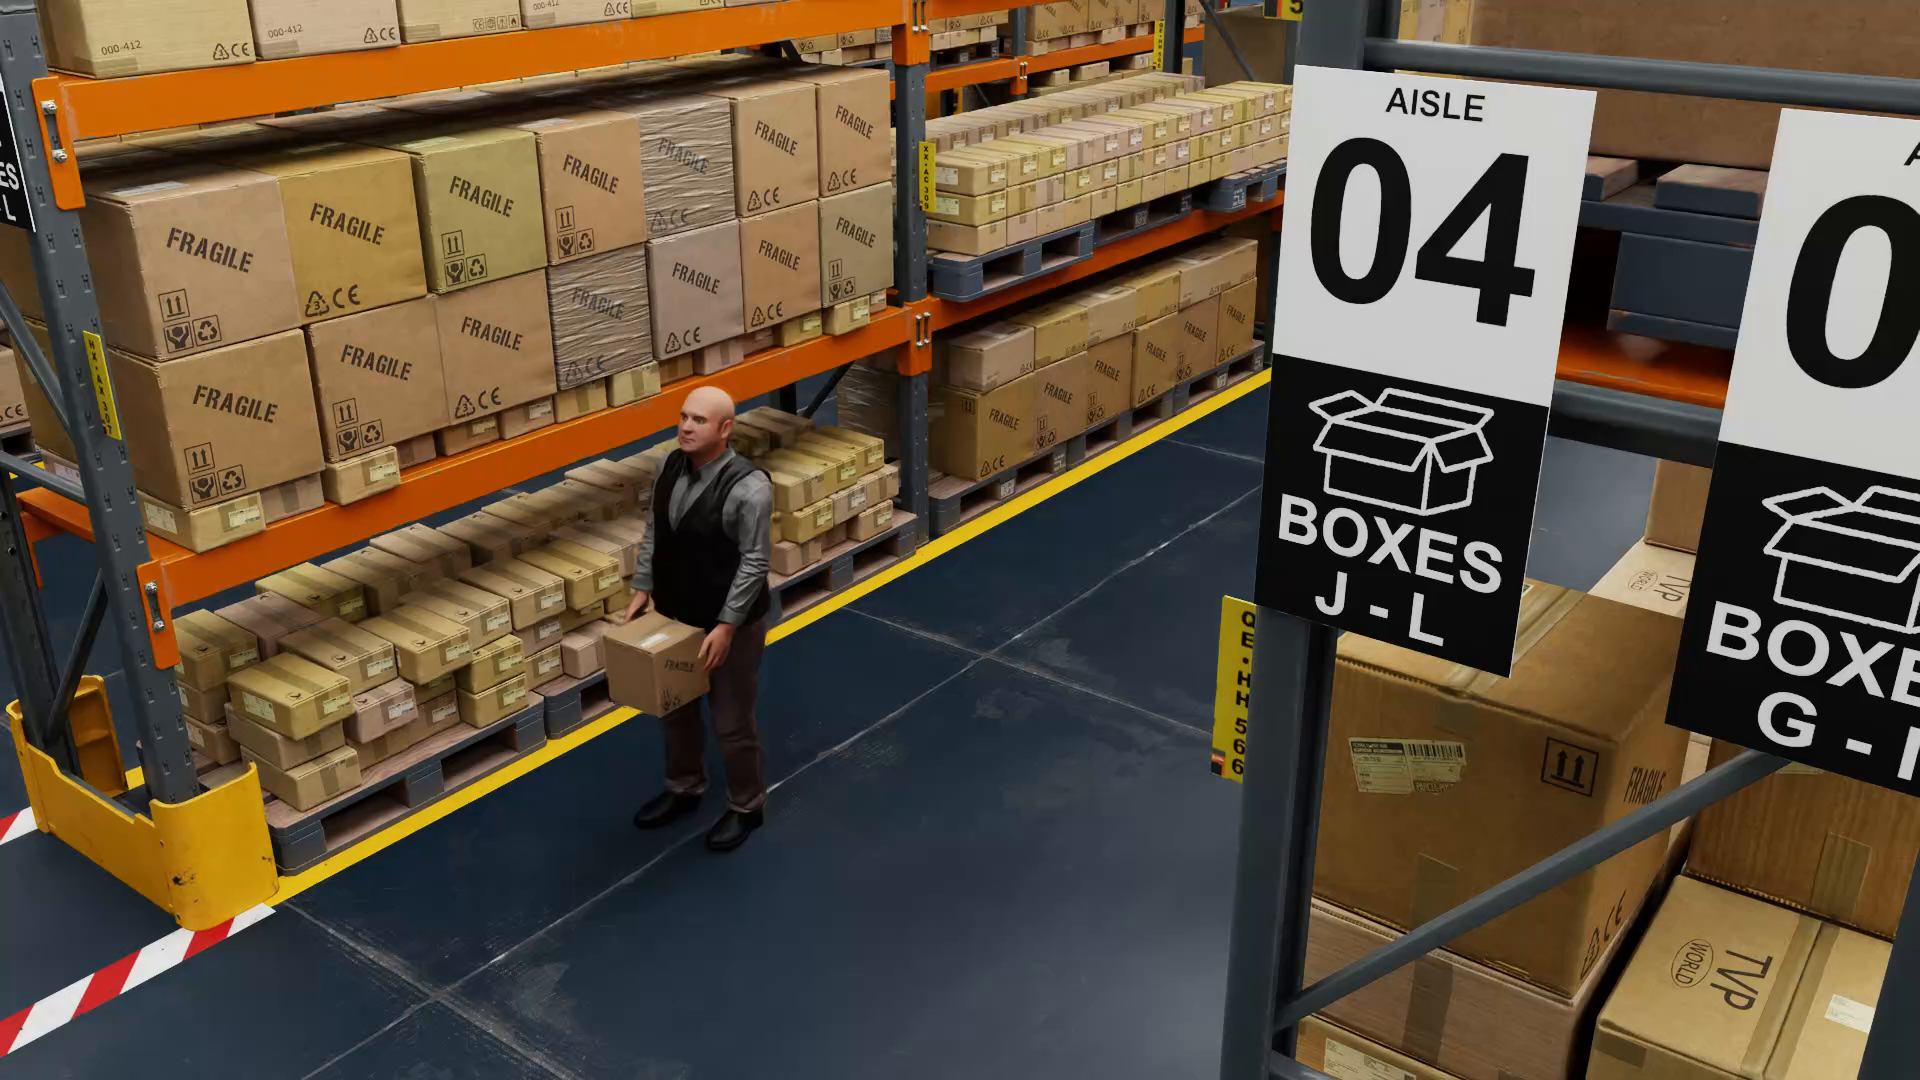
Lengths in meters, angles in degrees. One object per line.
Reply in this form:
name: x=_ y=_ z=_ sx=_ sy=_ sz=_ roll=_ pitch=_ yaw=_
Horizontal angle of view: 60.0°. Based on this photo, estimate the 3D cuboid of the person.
person: x=-0.919 y=0.294 z=5.944 sx=0.574 sy=1.726 sz=0.439 roll=17 pitch=28 yaw=33
